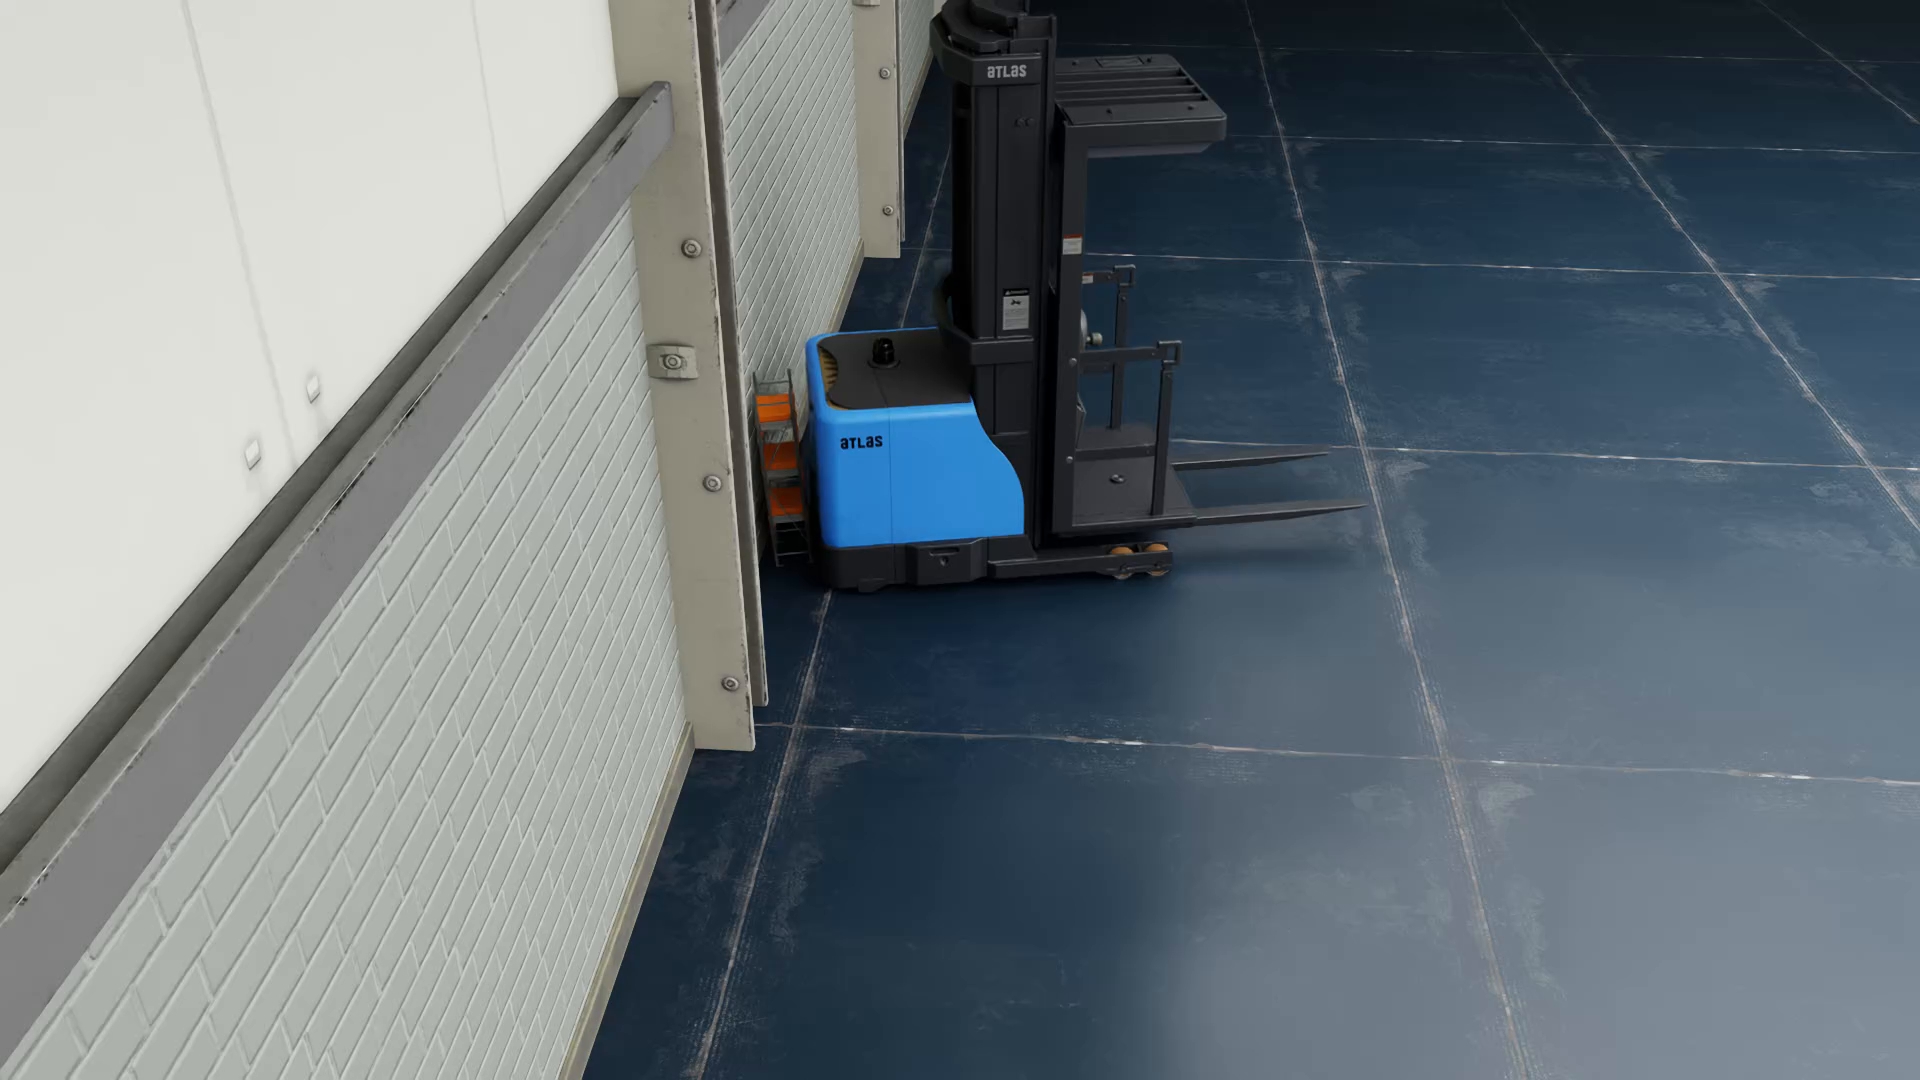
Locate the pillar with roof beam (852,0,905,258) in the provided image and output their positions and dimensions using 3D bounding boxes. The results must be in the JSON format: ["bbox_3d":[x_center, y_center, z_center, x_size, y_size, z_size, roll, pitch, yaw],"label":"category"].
[{"bbox_3d":[3.688,-5.921,10.281,9.100,9.000,0.400,2,32,4],"label":"pillar with roof beam"}]

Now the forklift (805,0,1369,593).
[{"bbox_3d":[0.707,-1.313,8.588,3.031,2.935,1.130,-4,32,-7],"label":"forklift"}]

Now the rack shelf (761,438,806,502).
[{"bbox_3d":[-0.941,-0.367,8.853,0.215,0.259,0.240,-6,32,-3],"label":"rack shelf"}]

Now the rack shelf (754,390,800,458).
[{"bbox_3d":[-0.957,-0.607,8.703,0.215,0.259,0.240,-6,32,-3],"label":"rack shelf"}]

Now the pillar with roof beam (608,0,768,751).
[{"bbox_3d":[3.199,-2.784,5.190,9.100,9.000,0.400,2,32,4],"label":"pillar with roof beam"}]

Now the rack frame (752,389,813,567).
[{"bbox_3d":[-0.929,-0.312,8.744,0.200,1.050,0.008,-6,32,-3],"label":"rack frame"}]

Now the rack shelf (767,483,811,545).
[{"bbox_3d":[-0.925,-0.131,9.000,0.215,0.259,0.240,-6,32,-3],"label":"rack shelf"}]

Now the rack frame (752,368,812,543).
[{"bbox_3d":[-0.954,-0.439,8.951,0.200,1.050,0.008,-6,32,-3],"label":"rack frame"}]

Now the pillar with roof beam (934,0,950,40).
[{"bbox_3d":[4.176,-9.058,15.372,9.100,9.000,0.400,2,32,4],"label":"pillar with roof beam"}]

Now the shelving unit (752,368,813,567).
[{"bbox_3d":[-0.941,-0.376,8.847,0.215,1.050,0.252,-6,32,-3],"label":"shelving unit"}]
